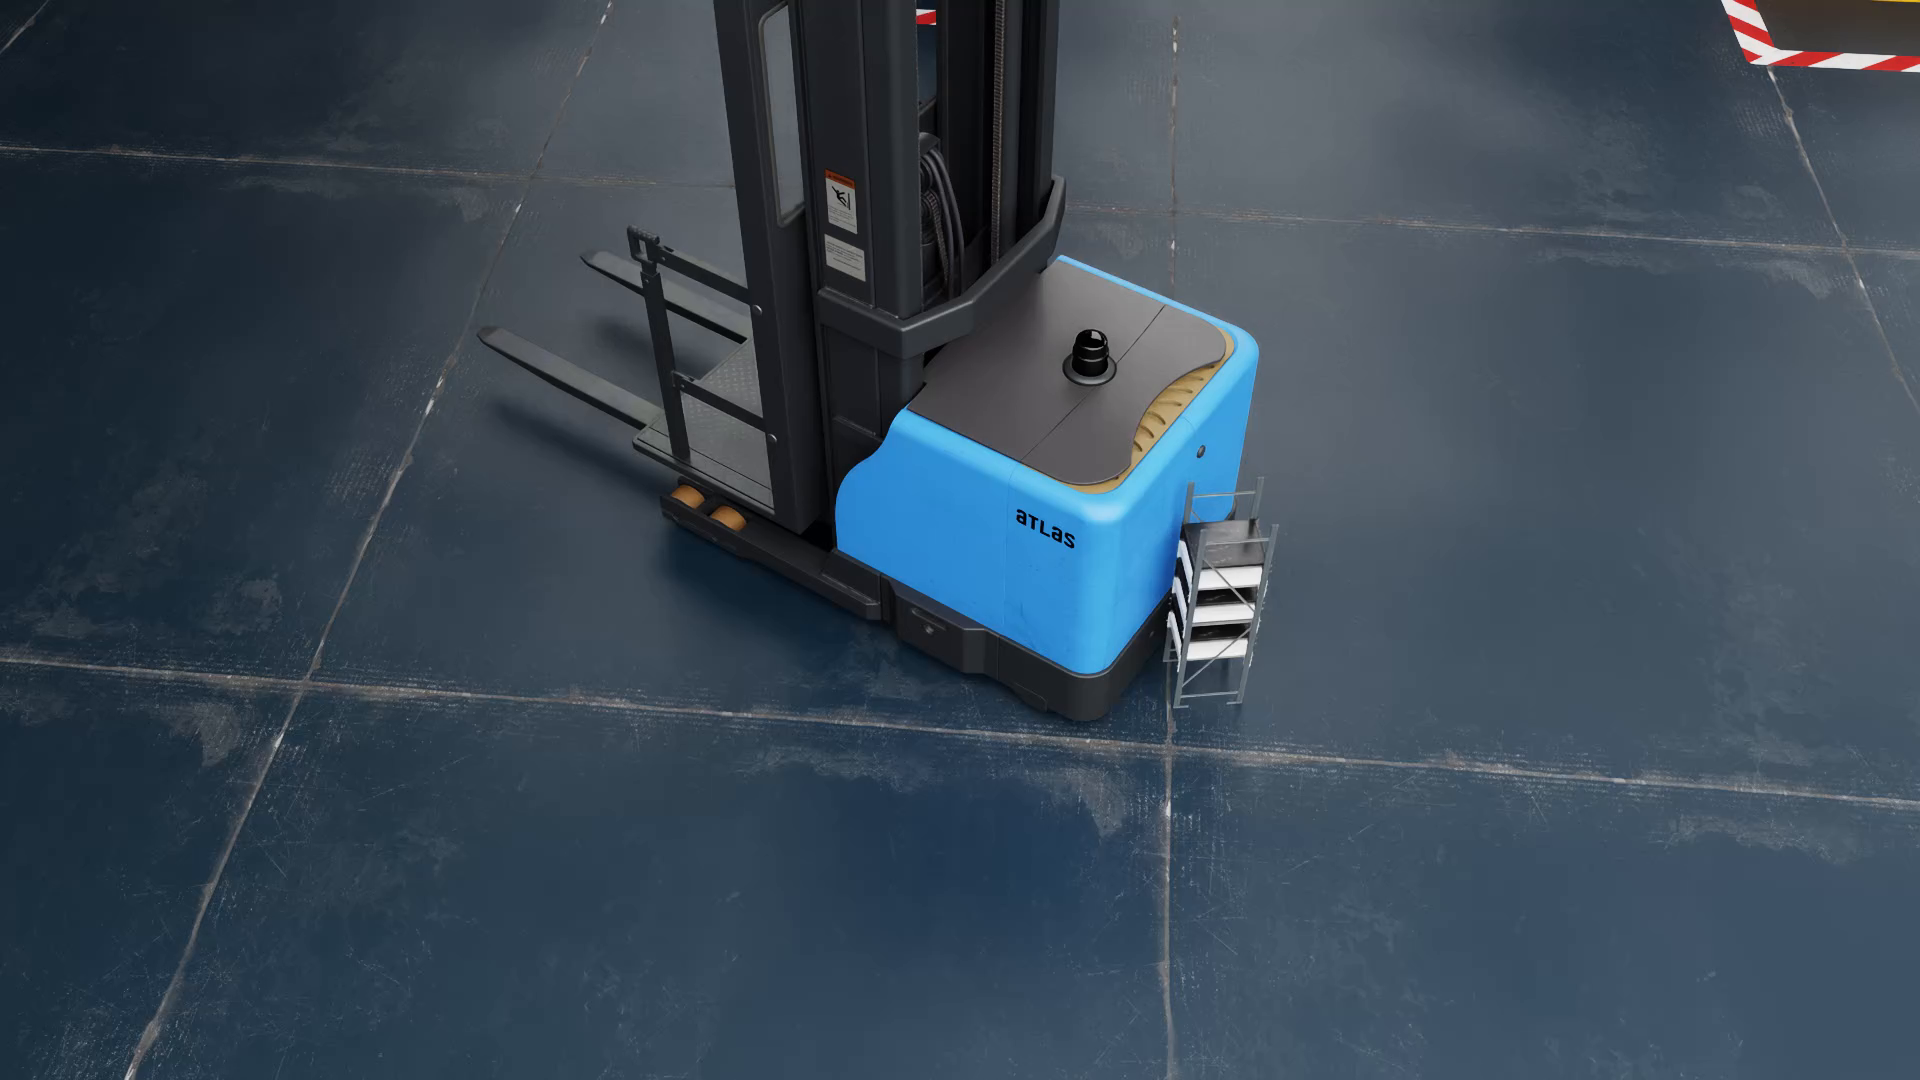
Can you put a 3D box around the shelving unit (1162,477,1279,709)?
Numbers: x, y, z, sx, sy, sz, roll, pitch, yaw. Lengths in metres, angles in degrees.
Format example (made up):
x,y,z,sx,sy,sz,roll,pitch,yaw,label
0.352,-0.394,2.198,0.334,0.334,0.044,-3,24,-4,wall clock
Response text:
x,y,z,sx,sy,sz,roll,pitch,yaw,label
0.843,0.191,5.465,0.258,0.900,0.210,-4,48,-4,shelving unit

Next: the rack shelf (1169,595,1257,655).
x,y,z,sx,sy,sz,roll,pitch,yaw,label
0.843,0.275,5.556,0.258,0.077,0.200,-4,48,-4,rack shelf

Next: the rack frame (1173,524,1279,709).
x,y,z,sx,sy,sz,roll,pitch,yaw,label
0.852,0.266,5.397,0.240,0.900,0.006,-4,48,-4,rack frame

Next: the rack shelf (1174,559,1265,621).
x,y,z,sx,sy,sz,roll,pitch,yaw,label
0.843,0.153,5.423,0.258,0.077,0.200,-4,48,-4,rack shelf

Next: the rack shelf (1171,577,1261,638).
x,y,z,sx,sy,sz,roll,pitch,yaw,label
0.843,0.214,5.490,0.258,0.077,0.200,-4,48,-4,rack shelf

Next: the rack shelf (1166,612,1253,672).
x,y,z,sx,sy,sz,roll,pitch,yaw,label
0.843,0.335,5.623,0.258,0.077,0.200,-4,48,-4,rack shelf

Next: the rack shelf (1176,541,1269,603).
x,y,z,sx,sy,sz,roll,pitch,yaw,label
0.843,0.092,5.357,0.258,0.077,0.200,-4,48,-4,rack shelf

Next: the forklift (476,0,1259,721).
x,y,z,sx,sy,sz,roll,pitch,yaw,label
-0.515,-1.247,5.405,3.031,2.935,1.130,27,53,22,forklift

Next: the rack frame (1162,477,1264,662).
x,y,z,sx,sy,sz,roll,pitch,yaw,label
0.833,0.117,5.534,0.240,0.900,0.006,-4,48,-4,rack frame

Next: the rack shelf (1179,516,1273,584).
x,y,z,sx,sy,sz,roll,pitch,yaw,label
0.843,0.032,5.291,0.258,0.077,0.200,-4,48,-4,rack shelf
